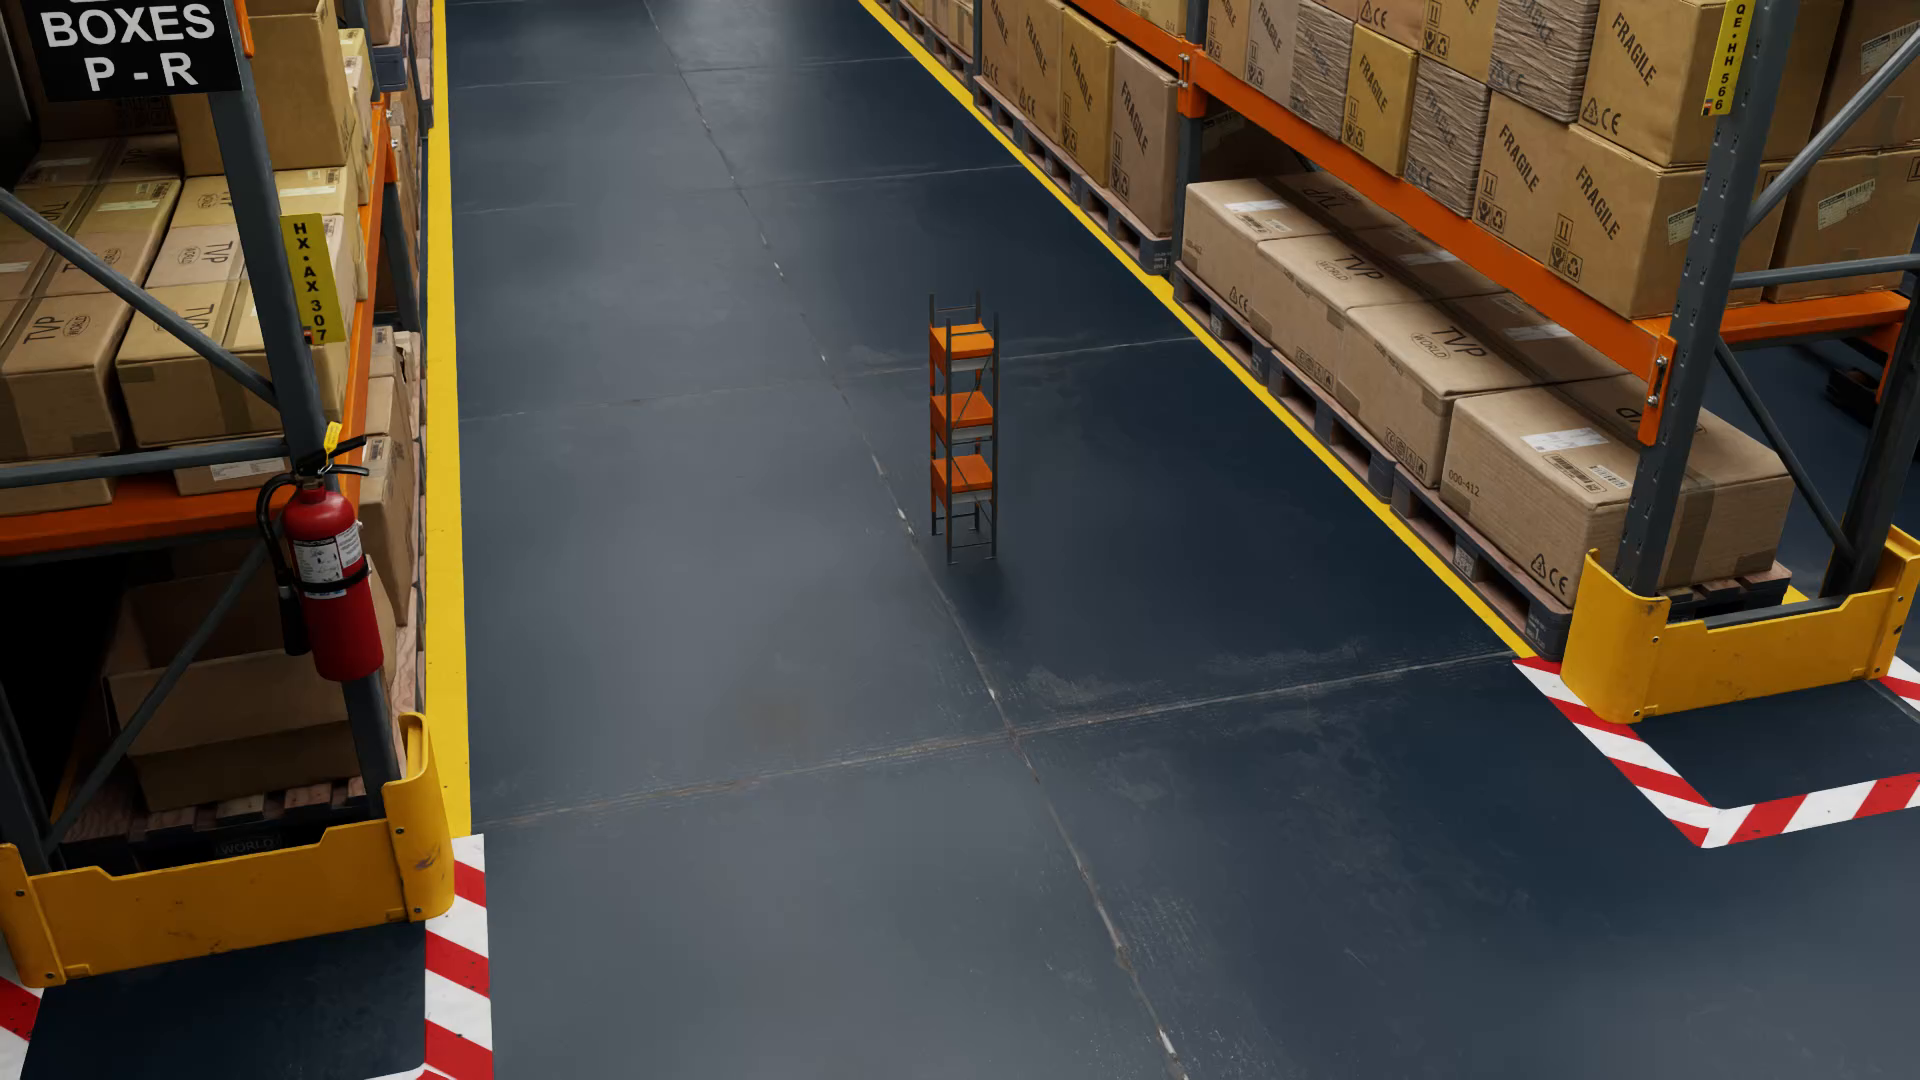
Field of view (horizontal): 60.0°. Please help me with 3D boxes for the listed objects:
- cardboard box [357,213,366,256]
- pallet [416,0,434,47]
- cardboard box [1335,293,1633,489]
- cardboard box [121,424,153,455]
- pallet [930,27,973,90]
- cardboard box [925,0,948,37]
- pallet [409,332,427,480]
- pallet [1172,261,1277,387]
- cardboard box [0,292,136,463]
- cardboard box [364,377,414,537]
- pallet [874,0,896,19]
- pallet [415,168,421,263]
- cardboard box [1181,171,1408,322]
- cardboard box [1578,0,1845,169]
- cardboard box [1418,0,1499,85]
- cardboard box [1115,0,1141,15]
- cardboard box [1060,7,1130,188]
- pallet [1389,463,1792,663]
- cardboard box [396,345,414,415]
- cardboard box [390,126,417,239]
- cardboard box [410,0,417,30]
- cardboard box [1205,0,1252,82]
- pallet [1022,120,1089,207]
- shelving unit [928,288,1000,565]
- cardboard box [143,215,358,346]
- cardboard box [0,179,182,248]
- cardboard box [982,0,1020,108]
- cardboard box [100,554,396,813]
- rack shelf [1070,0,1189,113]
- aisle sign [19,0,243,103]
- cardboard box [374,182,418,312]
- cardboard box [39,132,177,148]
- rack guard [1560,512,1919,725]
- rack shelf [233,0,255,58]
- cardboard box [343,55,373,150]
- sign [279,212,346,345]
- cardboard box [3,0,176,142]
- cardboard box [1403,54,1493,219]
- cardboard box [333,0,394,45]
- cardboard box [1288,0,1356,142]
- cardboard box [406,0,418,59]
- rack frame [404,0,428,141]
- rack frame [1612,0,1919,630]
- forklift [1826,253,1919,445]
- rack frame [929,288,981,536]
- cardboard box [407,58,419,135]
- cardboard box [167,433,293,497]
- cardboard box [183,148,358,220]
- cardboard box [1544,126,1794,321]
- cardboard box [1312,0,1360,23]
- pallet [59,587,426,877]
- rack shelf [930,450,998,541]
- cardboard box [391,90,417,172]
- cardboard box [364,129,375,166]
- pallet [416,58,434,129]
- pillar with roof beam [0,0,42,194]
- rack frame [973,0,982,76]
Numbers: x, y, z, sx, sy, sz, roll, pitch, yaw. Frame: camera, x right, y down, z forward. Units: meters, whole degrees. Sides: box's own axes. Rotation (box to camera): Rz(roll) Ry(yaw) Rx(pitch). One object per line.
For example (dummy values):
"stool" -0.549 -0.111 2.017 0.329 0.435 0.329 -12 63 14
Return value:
"cardboard box" -2.273 -1.012 5.755 0.380 0.149 0.250 -7 31 -12
"pallet" -5.019 -4.411 14.160 1.003 0.211 1.213 -8 31 -13
"cardboard box" 2.195 -0.654 7.023 0.875 0.438 0.875 -7 31 -12
"cardboard box" -2.422 -0.319 4.557 0.380 0.149 0.250 -7 31 -12
"pallet" 0.388 -3.869 13.224 1.003 0.211 1.213 -8 31 -13
"cardboard box" 0.250 -4.372 13.513 0.950 0.372 0.625 -8 31 -14
"pallet" -2.948 -0.566 7.517 1.003 0.211 1.213 -8 31 -13
"pallet" 1.782 -1.182 8.581 1.003 0.211 1.213 -8 31 -13
"cardboard box" -2.445 -0.423 4.340 0.500 0.250 0.500 -7 31 -12
"cardboard box" -2.371 -0.267 6.293 0.500 0.500 0.500 -7 31 -12
"pallet" -0.260 -5.047 15.260 1.003 0.211 1.213 -8 31 -13
"pallet" -3.709 -1.876 9.780 1.003 0.211 1.213 -8 31 -13
"cardboard box" 1.719 -1.522 8.523 0.875 0.438 0.875 -8 31 -14
"cardboard box" 2.360 -1.512 5.269 0.500 0.500 0.500 -7 31 -12
"cardboard box" 2.065 -1.999 6.112 0.500 0.500 0.500 -8 31 -14
"cardboard box" 1.160 -3.131 9.314 0.500 0.250 0.500 -8 31 -14
"cardboard box" 1.167 -2.752 10.213 0.875 0.875 0.875 -7 31 -12
"pallet" 2.430 -0.003 6.545 1.003 0.211 1.213 -8 31 -13
"cardboard box" -2.603 -0.700 7.276 0.396 0.266 0.258 -7 31 -11
"cardboard box" -3.319 -1.965 9.227 0.500 0.500 0.500 -9 31 -15
"cardboard box" -4.904 -4.496 13.475 0.875 0.625 0.625 -8 31 -14
"cardboard box" 1.528 -2.548 8.058 0.500 0.500 0.500 -7 31 -12
"pallet" 1.051 -2.512 10.880 1.003 0.211 1.213 -8 31 -13
"shelving unit" 0.014 -0.429 6.442 0.215 1.050 0.252 -8 31 -13
"cardboard box" -2.062 -0.735 4.878 0.500 0.250 0.500 -8 31 -13
"cardboard box" -2.708 -0.912 5.185 0.500 0.250 0.500 -7 31 -12
"cardboard box" 0.697 -3.616 11.704 0.875 0.875 0.875 -8 31 -14
"cardboard box" -2.138 0.418 5.106 0.797 0.503 0.637 -9 31 -15
"rack shelf" 1.125 -3.421 10.384 1.077 0.370 4.000 -8 31 -13
"aisle sign" -1.766 -1.304 3.413 0.394 0.787 0.004 -8 31 -13
"cardboard box" -3.040 -1.468 8.368 0.500 0.500 0.500 -7 31 -11
"cardboard box" -2.983 -1.402 6.031 0.500 0.250 0.500 -7 31 -12
"rack guard" 2.724 0.259 5.803 1.175 0.500 0.348 -8 31 -13
"rack shelf" -2.598 -2.125 5.151 1.077 0.370 4.000 -8 31 -13
"cardboard box" -2.611 -1.715 6.571 0.500 0.250 0.500 -8 31 -13
"sign" -1.544 -0.619 3.962 0.100 0.325 0.005 -8 31 -13
"cardboard box" -2.990 -1.738 5.863 0.500 0.500 0.500 -9 31 -15
"cardboard box" 2.070 -1.567 6.363 0.500 0.500 0.500 -7 31 -12
"cardboard box" -3.042 -2.593 7.716 0.700 0.500 0.500 -7 31 -12
"cardboard box" 1.783 -2.063 7.221 0.500 0.500 0.500 -8 31 -13
"cardboard box" -4.524 -3.808 12.286 0.875 0.625 0.625 -7 31 -12
"rack frame" -4.191 -4.036 10.729 1.000 3.000 0.127 -8 31 -13
"rack frame" 2.717 -0.834 5.197 1.000 3.000 0.127 -8 31 -13
"forklift" 4.726 -1.819 6.967 1.130 2.935 3.031 -5 30 -9
"rack frame" -0.018 -0.487 6.544 0.200 1.050 0.008 -8 31 -13
"cardboard box" -3.871 -2.961 10.947 0.500 0.500 0.500 -7 31 -12
"cardboard box" -1.890 -0.259 4.454 0.380 0.149 0.250 -8 31 -14
"cardboard box" -2.356 -1.223 5.722 0.500 0.250 0.500 -9 31 -15
"cardboard box" 2.334 -1.075 5.514 0.500 0.500 0.500 -8 31 -13
"cardboard box" 1.802 -2.486 6.953 0.500 0.500 0.500 -7 31 -12
"pallet" -2.300 0.613 5.481 1.003 0.211 1.213 -8 31 -13
"rack shelf" 0.014 -0.179 6.587 0.215 0.259 0.240 -8 31 -13
"cardboard box" -3.607 -2.465 10.091 0.500 0.500 0.500 -7 31 -11
"cardboard box" -2.618 -1.630 6.823 0.380 0.149 0.250 -7 31 -12
"pallet" -4.371 -3.232 12.124 1.003 0.211 1.213 -8 31 -13
"pillar with roof beam" 0.338 -4.817 6.090 9.100 9.000 0.400 -8 31 -13
"rack frame" 0.594 -4.698 11.873 1.000 3.000 0.127 -8 31 -13
